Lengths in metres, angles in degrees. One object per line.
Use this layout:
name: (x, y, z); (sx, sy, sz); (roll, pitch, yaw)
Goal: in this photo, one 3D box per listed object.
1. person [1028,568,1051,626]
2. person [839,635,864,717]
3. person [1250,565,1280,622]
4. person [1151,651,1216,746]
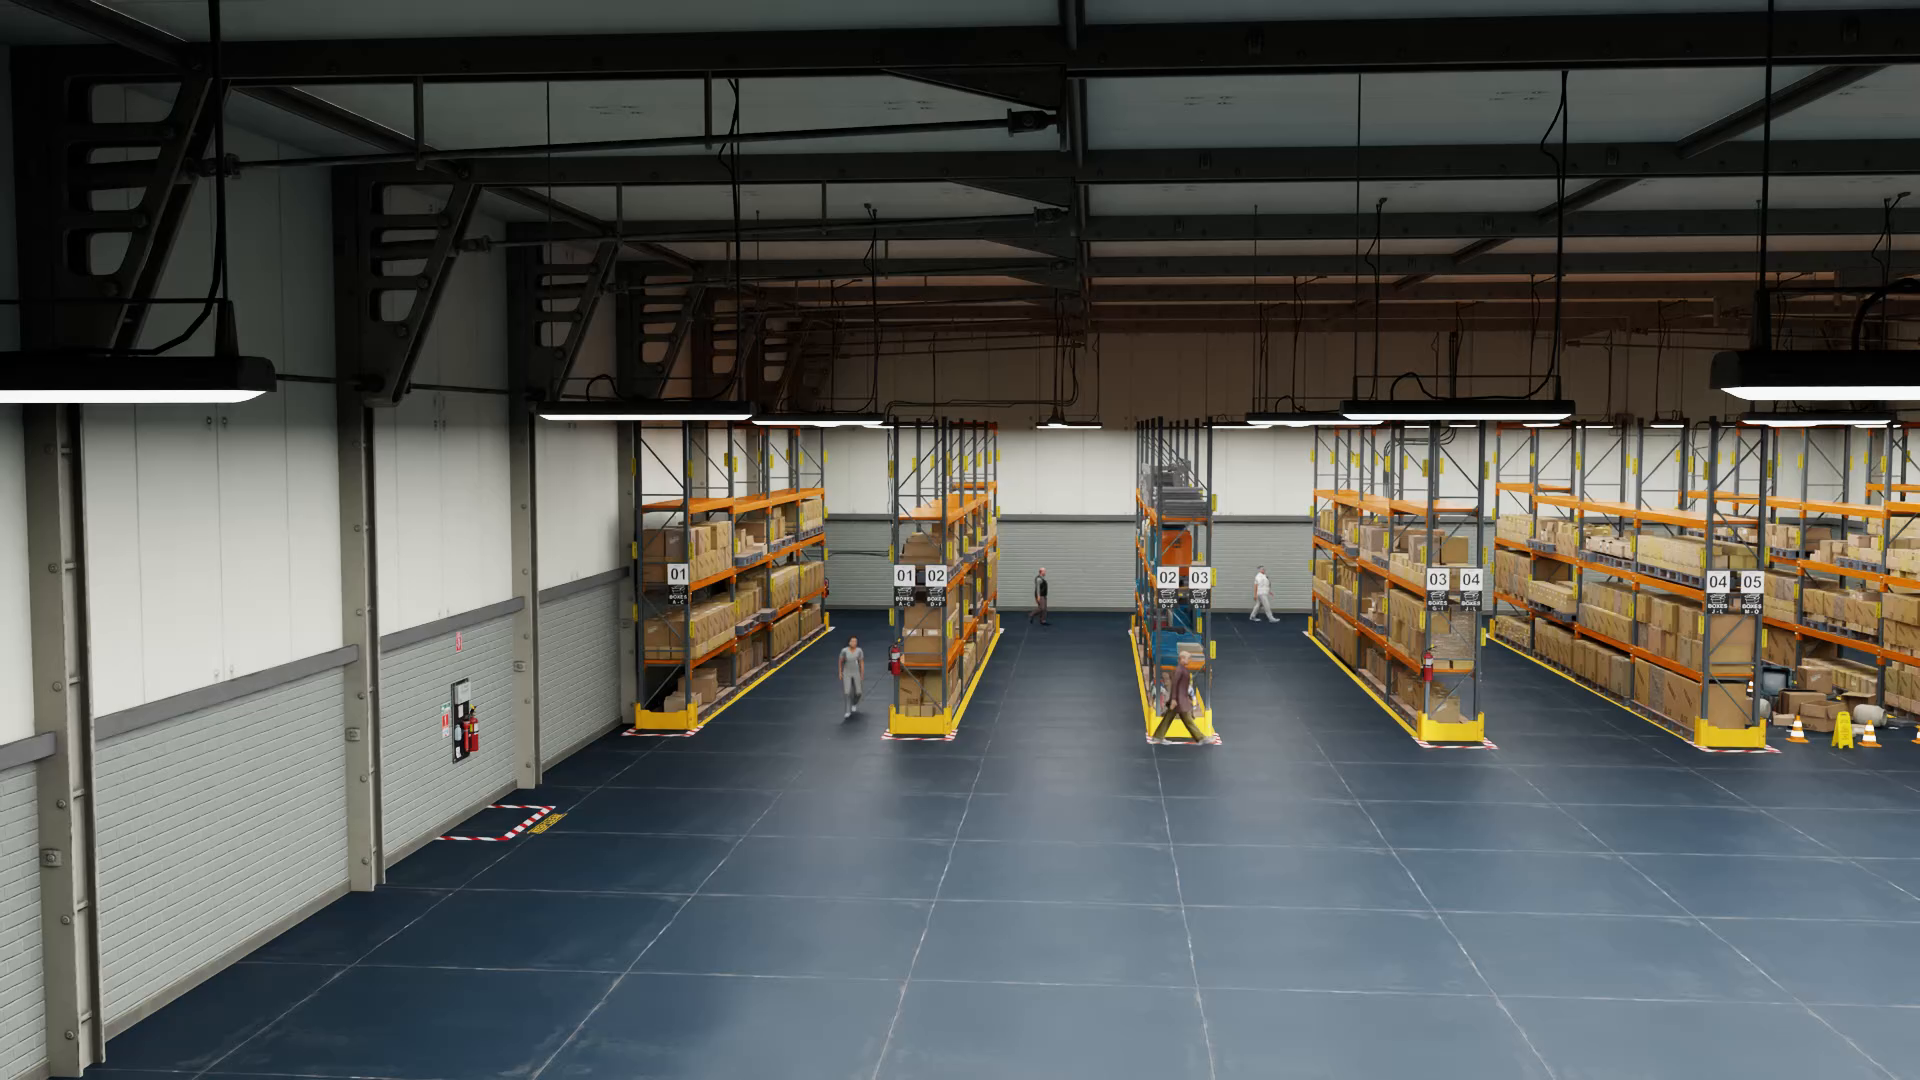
person: (2.340, 1.664, 48.888); (0.619, 1.714, 0.577); (2, 4, 24)
person: (-2.210, 2.717, 33.553); (0.494, 1.653, 0.592); (-1, 4, -14)
person: (9.139, 1.593, 49.789); (0.991, 1.721, 0.560); (2, 4, 29)
person: (4.047, 2.872, 30.157); (1.146, 1.716, 0.586); (0, 4, 4)
